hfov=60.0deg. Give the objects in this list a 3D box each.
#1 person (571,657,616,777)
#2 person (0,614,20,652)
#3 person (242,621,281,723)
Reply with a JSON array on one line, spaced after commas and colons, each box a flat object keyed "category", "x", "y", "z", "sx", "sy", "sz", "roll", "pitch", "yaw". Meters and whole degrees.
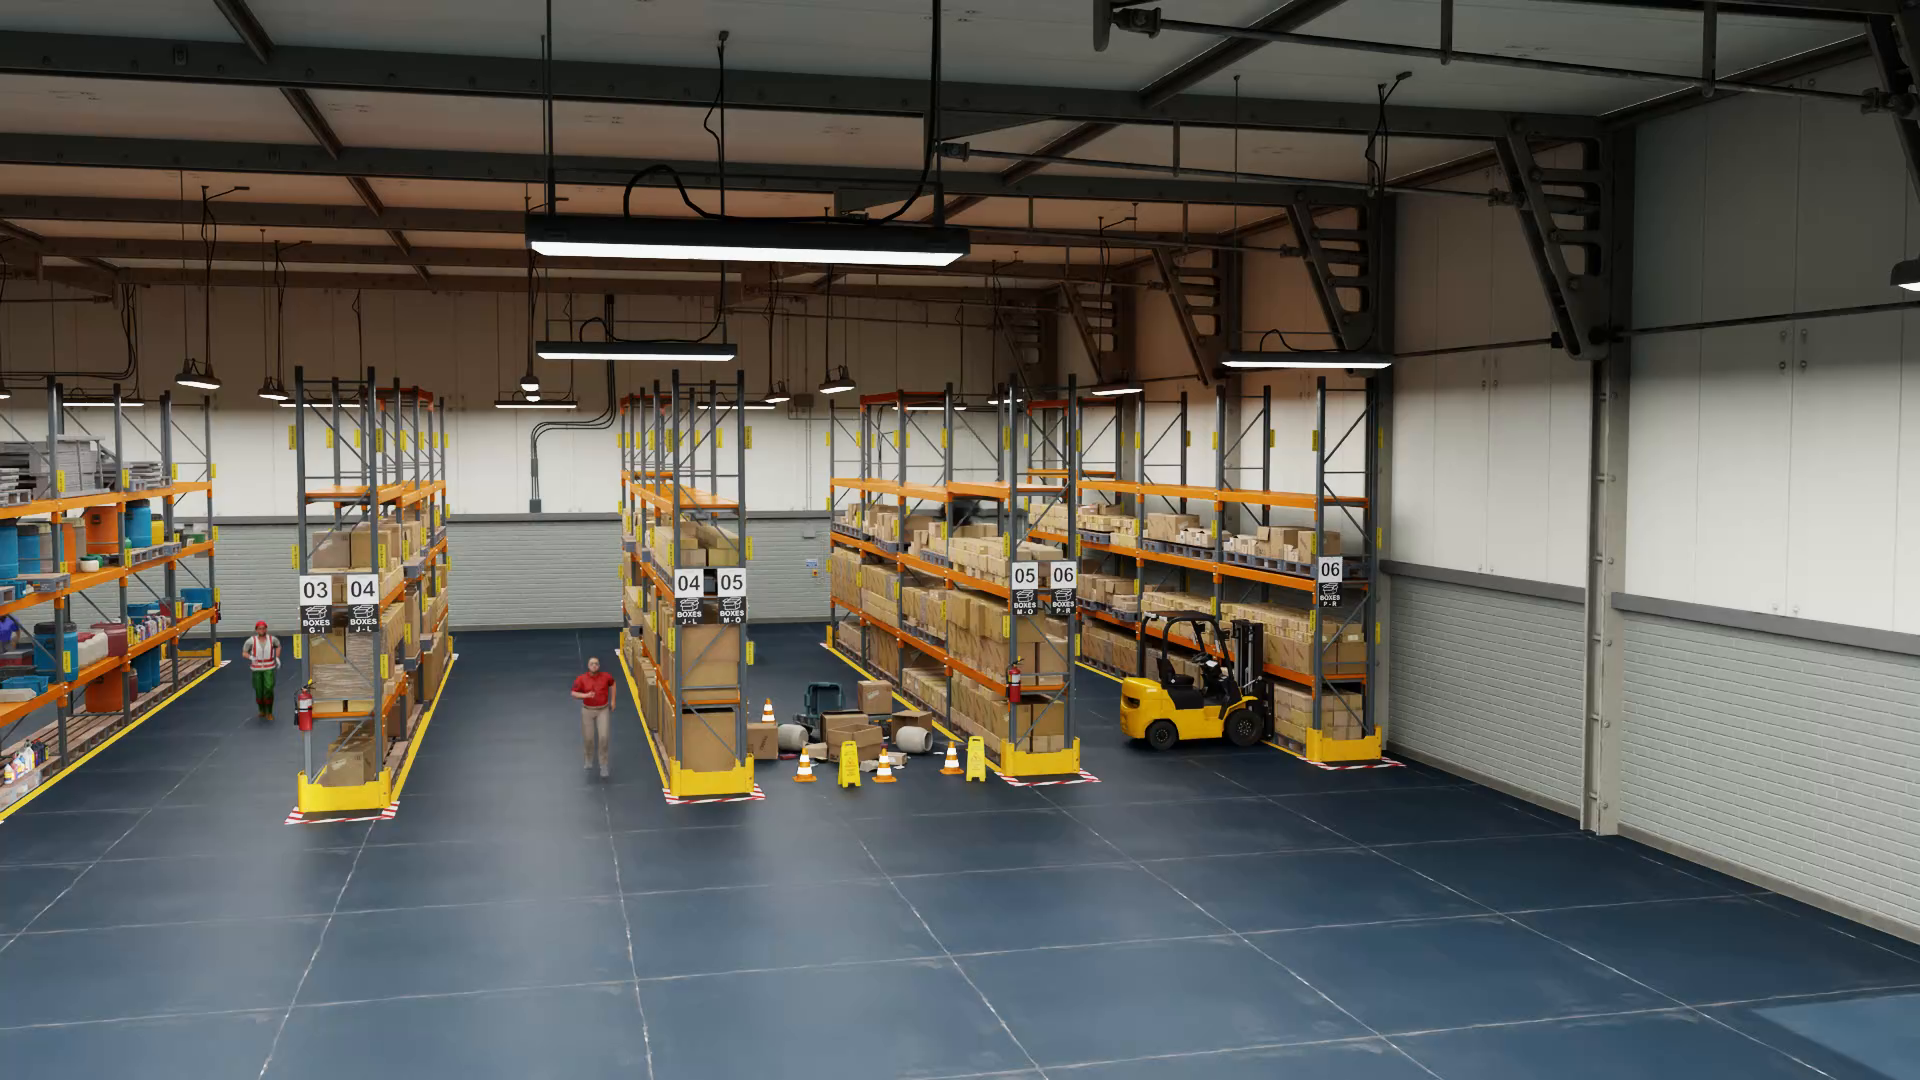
[{"category": "person", "x": -5.505, "y": 2.651, "z": 25.026, "sx": 0.678, "sy": 1.806, "sz": 0.810, "roll": -1, "pitch": 4, "yaw": -16}, {"category": "person", "x": -19.393, "y": 2.208, "z": 33.689, "sx": 0.579, "sy": 1.568, "sz": 0.542, "roll": -1, "pitch": 4, "yaw": -22}, {"category": "person", "x": -12.461, "y": 2.346, "z": 29.684, "sx": 0.636, "sy": 1.823, "sz": 0.763, "roll": -1, "pitch": 4, "yaw": -21}]
